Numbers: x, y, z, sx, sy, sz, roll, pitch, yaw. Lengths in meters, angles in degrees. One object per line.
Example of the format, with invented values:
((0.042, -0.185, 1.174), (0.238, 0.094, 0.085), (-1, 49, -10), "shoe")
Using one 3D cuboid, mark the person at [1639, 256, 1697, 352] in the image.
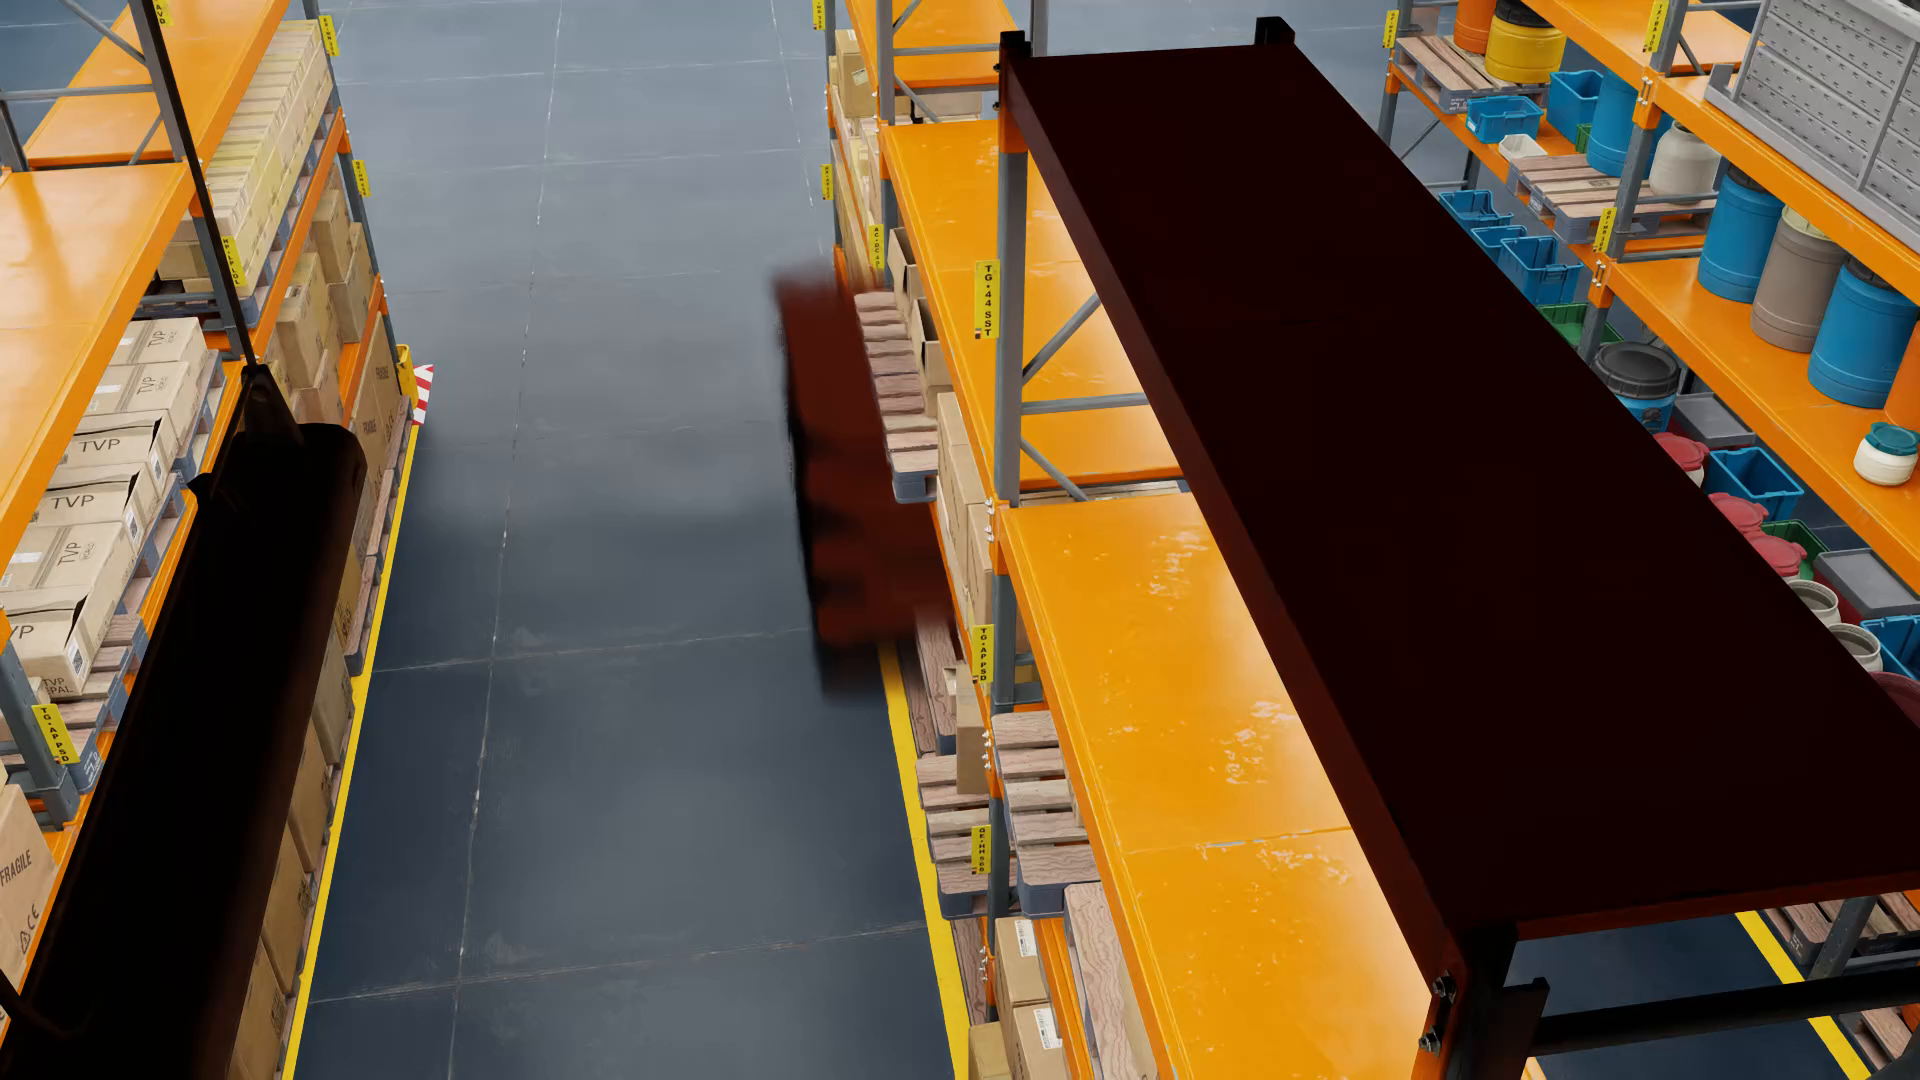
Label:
((6.276, -1.877, 14.634), (0.534, 1.654, 0.600), (-13, 38, -17), "person")
